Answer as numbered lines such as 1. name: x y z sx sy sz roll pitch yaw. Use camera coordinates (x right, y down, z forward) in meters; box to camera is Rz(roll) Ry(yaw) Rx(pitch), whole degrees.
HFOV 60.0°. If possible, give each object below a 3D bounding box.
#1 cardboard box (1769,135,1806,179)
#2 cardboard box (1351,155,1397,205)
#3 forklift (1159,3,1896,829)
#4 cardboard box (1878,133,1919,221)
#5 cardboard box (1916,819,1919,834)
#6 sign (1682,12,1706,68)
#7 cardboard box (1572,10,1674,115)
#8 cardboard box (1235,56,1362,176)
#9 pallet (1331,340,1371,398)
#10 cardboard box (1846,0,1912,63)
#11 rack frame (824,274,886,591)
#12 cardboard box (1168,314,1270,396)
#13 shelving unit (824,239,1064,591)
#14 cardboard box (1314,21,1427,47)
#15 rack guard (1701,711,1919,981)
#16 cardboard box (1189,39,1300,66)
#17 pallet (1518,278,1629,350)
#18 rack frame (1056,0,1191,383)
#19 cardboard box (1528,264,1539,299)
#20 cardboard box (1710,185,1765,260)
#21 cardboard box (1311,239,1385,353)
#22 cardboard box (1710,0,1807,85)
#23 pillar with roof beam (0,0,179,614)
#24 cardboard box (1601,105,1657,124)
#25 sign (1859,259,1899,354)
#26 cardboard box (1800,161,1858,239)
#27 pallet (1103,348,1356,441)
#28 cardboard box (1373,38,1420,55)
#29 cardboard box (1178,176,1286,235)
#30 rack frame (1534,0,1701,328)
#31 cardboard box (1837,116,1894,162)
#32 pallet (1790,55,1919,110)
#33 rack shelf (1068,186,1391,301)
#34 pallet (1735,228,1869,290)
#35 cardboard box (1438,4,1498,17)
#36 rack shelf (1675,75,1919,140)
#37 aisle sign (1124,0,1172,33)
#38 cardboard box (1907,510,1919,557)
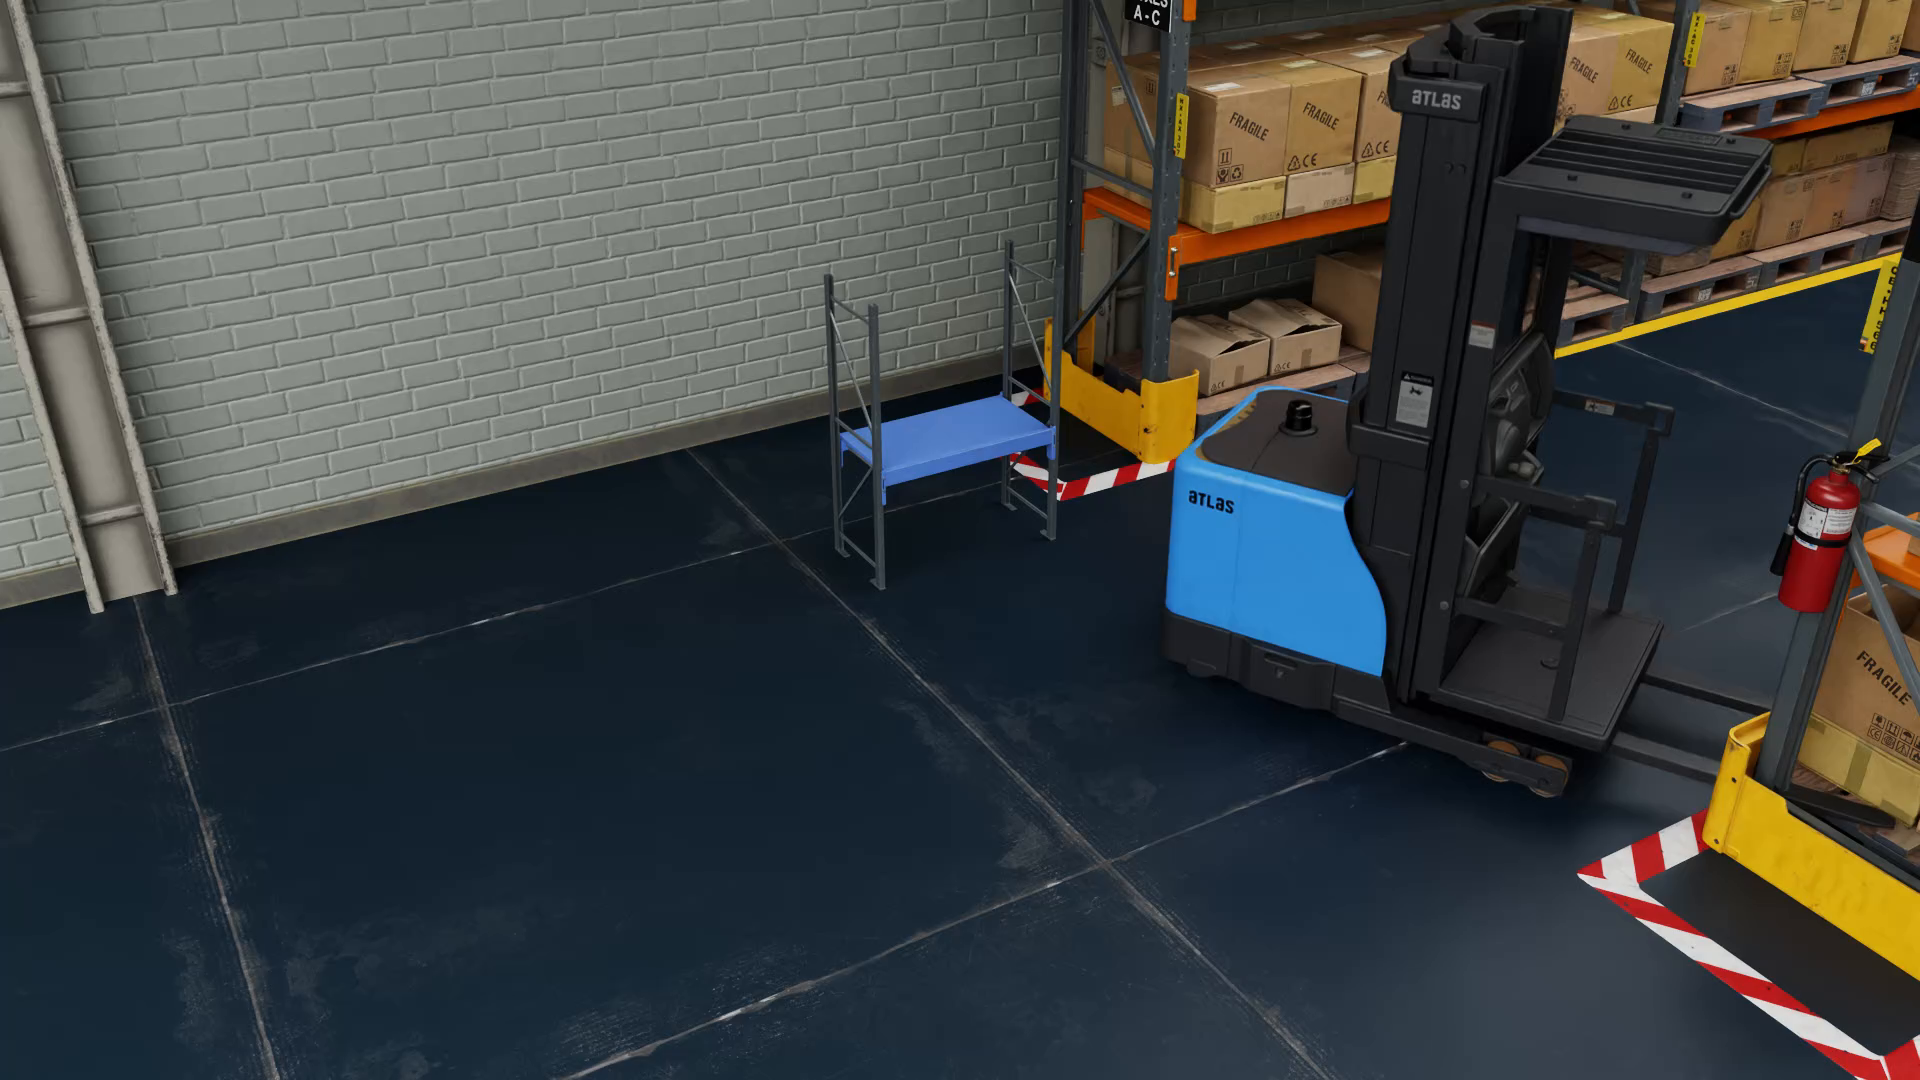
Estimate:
1. cardboard box: 5.773 -2.834 12.136 0.500 0.250 0.500 -17 33 -28
2. cardboard box: 2.338 -2.188 9.745 0.500 0.250 0.500 -16 33 -27
3. forklift: 2.440 -0.521 6.660 3.031 2.935 1.130 17 33 28
4. cardboard box: 7.176 -2.861 12.962 0.500 0.500 0.700 -15 32 -26
5. cardboard box: 3.961 1.041 6.170 0.500 0.250 0.500 -16 33 -26
6. sign: 4.604 -3.137 10.434 0.005 0.325 0.100 -16 33 -26
7. cardboard box: 4.071 -3.009 10.456 0.500 0.500 0.500 -16 33 -26
8. cardboard box: 1.868 -2.383 9.321 0.500 0.500 0.500 -16 33 -26
9. pallet: 2.708 -1.281 10.853 1.213 0.211 1.003 -16 33 -26
10. cardboard box: 6.308 -3.764 11.907 0.500 0.500 0.700 -16 33 -26
11. rack frame: -0.512 -0.511 8.124 0.032 1.500 0.500 -16 33 -26
12. cardboard box: 1.515 -1.150 10.057 0.500 0.311 0.500 -20 35 -32
13. shelving unit: -0.074 -0.636 8.350 1.048 1.500 0.538 -16 33 -26
14. cardboard box: 2.489 -2.849 10.166 0.500 0.500 0.500 -15 32 -26
15. rack guard: 3.365 1.160 6.130 0.348 0.500 1.175 -16 33 -26
16. cardboard box: 1.611 -2.597 9.710 0.500 0.500 0.500 -15 32 -26
17. pallet: 3.761 -1.582 11.398 1.213 0.211 1.003 -16 33 -26
18. rack frame: 0.873 -2.003 9.275 0.127 3.000 1.000 -16 33 -26
19. cardboard box: 3.876 -1.791 11.367 0.250 0.166 0.380 -21 35 -33
20. cardboard box: 5.368 -2.415 12.153 0.500 0.500 0.700 -17 33 -27
21. cardboard box: 2.665 -1.531 10.552 0.500 0.500 0.700 -18 34 -29
22. cardboard box: 5.264 -3.463 11.361 0.500 0.500 0.700 -12 31 -21
23. pillar with roof beam: -1.953 -1.899 2.878 0.400 9.000 9.100 -16 33 -26
24. cardboard box: 4.067 -2.683 10.641 0.500 0.250 0.500 -16 33 -26
25. sign: 3.123 -0.780 5.616 0.005 0.325 0.100 -16 33 -26
26. cardboard box: 6.259 -2.650 12.580 0.500 0.500 0.700 -16 33 -27
27. pallet: 1.657 -0.985 10.316 1.213 0.211 1.003 -16 33 -26
28. cardboard box: 2.756 -2.638 9.784 0.500 0.500 0.500 -15 32 -25
29. cardboard box: 1.455 -1.933 9.283 0.500 0.250 0.500 -17 33 -28
30. rack frame: 4.322 -2.982 11.049 0.127 3.000 1.000 -16 33 -26
31. cardboard box: 6.653 -3.076 12.575 0.500 0.250 0.500 -15 32 -25
32. pallet: 6.085 -3.375 11.961 1.213 0.211 1.003 -16 33 -26
33. rack shelf: 2.598 -2.177 10.336 4.000 0.370 1.077 -16 33 -26
34. pallet: 6.046 -2.253 12.614 1.213 0.211 1.003 -16 33 -26
35. cardboard box: 3.363 -3.100 10.622 0.500 0.500 0.500 -16 33 -27
36. rack shelf: 6.046 -3.157 12.110 4.000 0.370 1.077 -16 33 -26
37. aisle sign: 0.963 -2.998 8.388 0.004 0.787 0.394 -16 33 -26
38. cardboard box: 3.795 -0.093 5.710 0.500 0.500 0.700 -16 33 -26
